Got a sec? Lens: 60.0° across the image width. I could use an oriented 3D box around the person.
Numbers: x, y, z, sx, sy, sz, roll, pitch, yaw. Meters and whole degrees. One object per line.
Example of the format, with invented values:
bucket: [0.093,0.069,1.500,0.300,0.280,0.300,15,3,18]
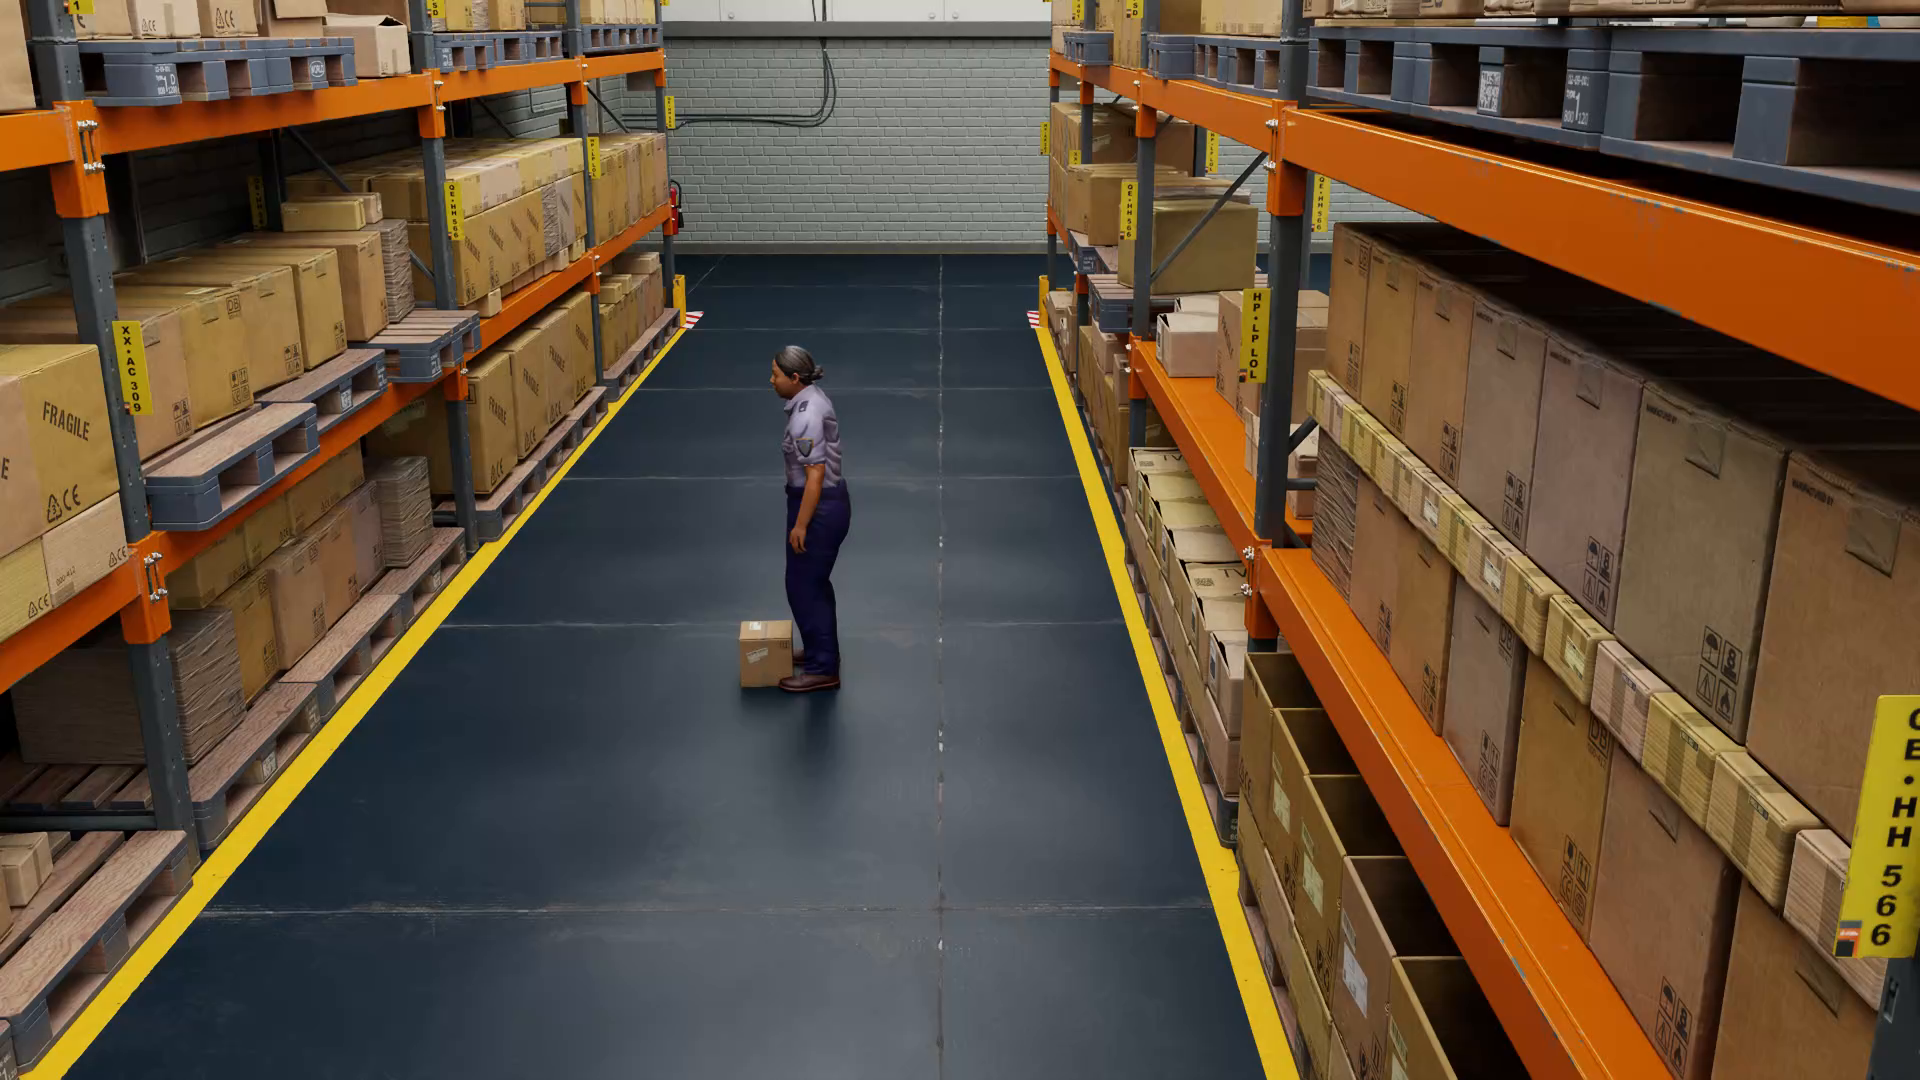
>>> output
person: [-0.707,-0.110,7.937,0.371,1.638,0.538,0,17,0]
